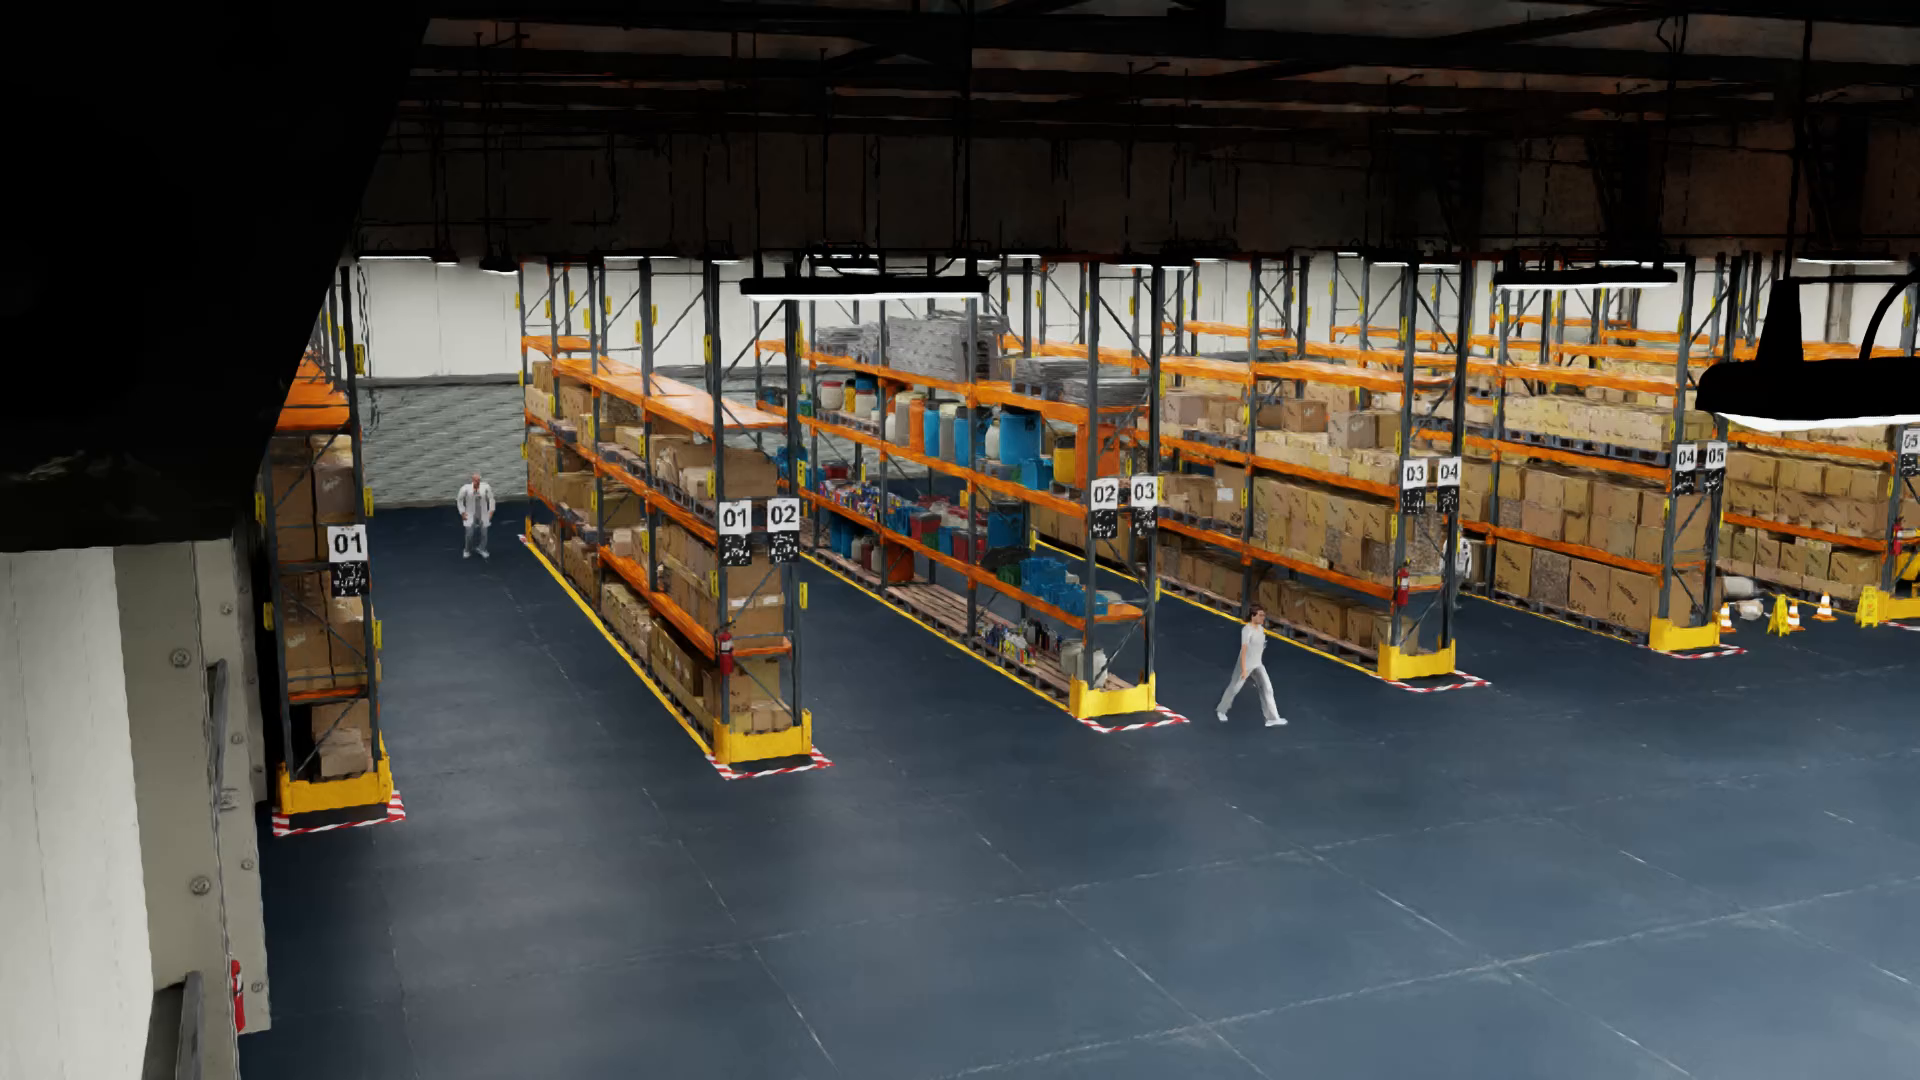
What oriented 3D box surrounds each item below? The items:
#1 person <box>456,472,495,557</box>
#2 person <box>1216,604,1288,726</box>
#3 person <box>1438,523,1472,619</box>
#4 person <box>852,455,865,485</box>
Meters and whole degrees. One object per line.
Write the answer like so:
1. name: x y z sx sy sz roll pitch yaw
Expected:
1. person: -9.617 -0.512 33.050 0.729 1.733 0.546 -4 11 -23
2. person: 3.798 1.624 21.692 0.951 1.620 0.481 10 14 44
3. person: 8.310 0.478 27.929 0.517 1.610 0.938 0 10 -2
4. person: -2.169 -0.994 35.792 0.477 1.667 0.560 -3 11 -17
